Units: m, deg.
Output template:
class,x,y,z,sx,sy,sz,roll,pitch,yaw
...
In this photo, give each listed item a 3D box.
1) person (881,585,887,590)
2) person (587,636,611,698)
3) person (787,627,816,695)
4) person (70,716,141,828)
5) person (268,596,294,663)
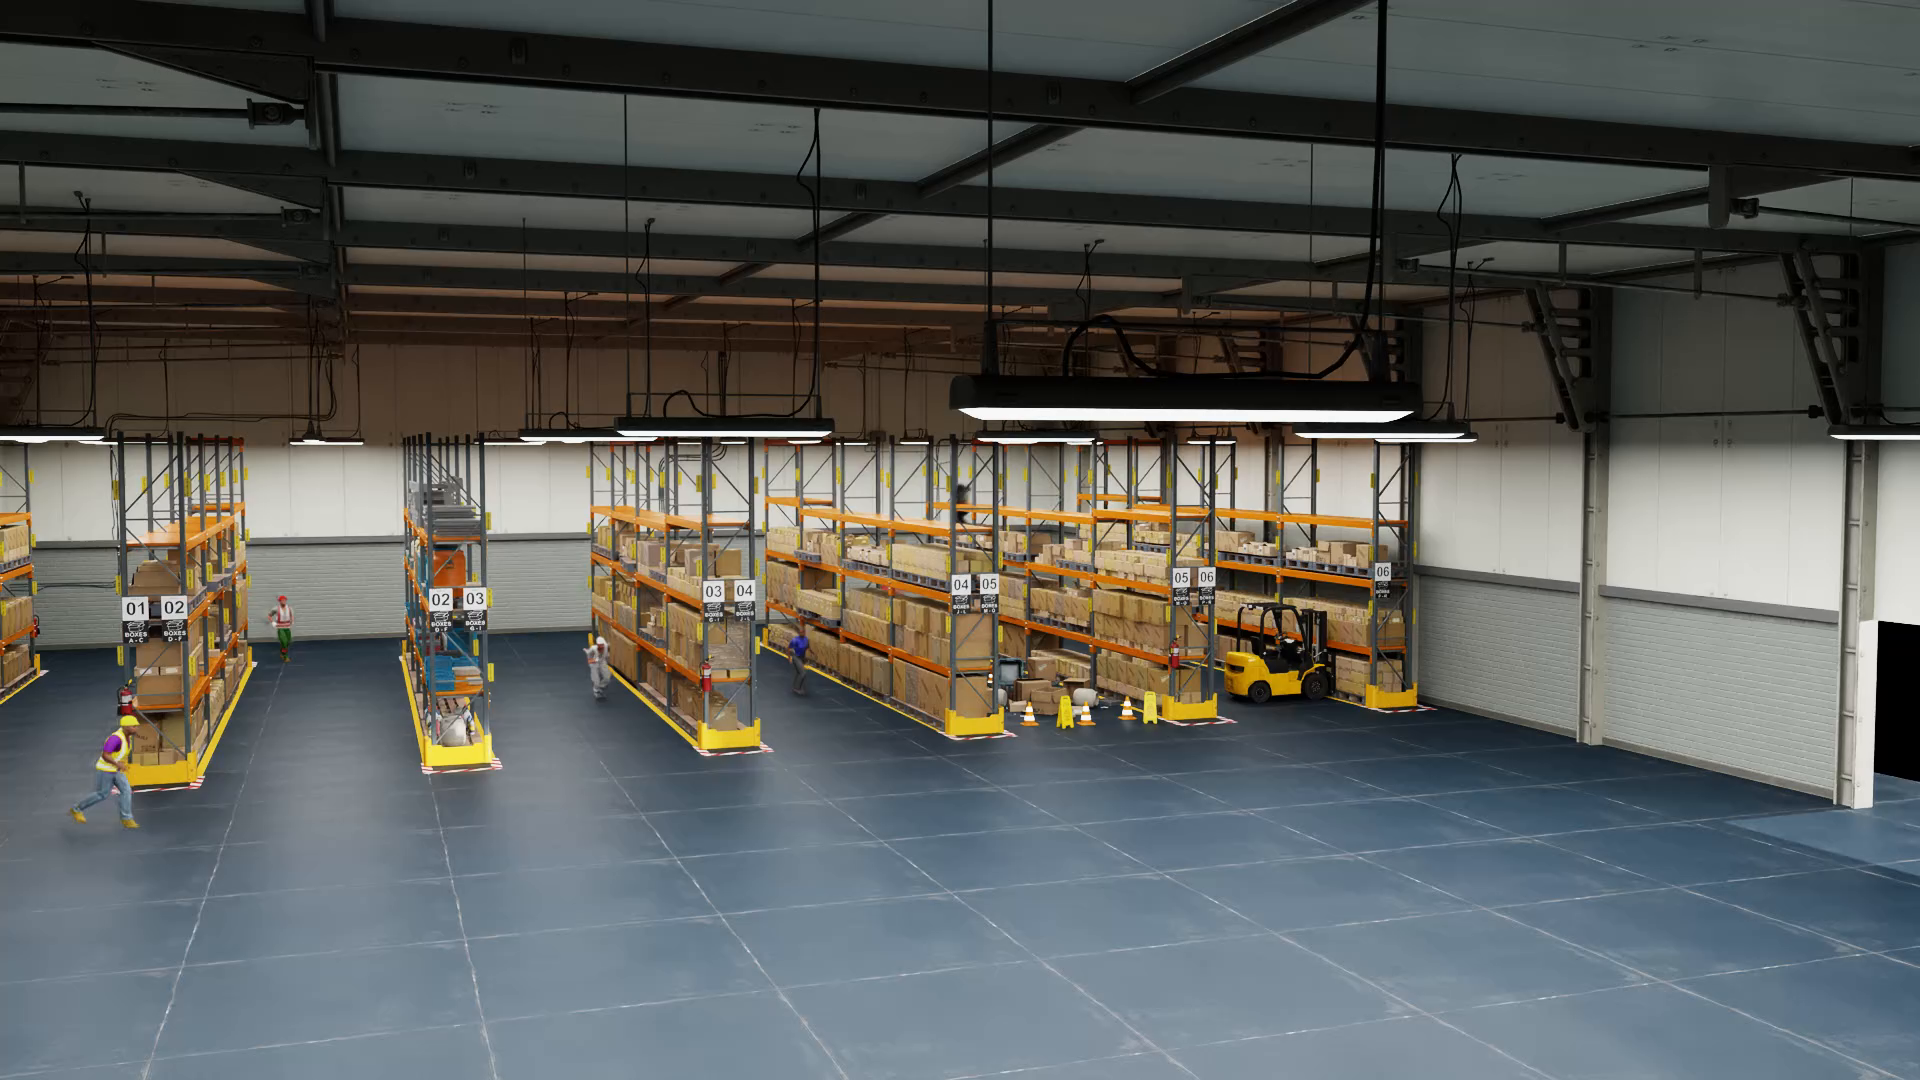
class,x,y,z,sx,sy,sz,roll,pitch,yaw
person,-2.427,2.032,51.255,0.873,1.796,0.654,-2,4,-32
person,-8.137,2.882,37.574,0.664,1.483,0.976,-2,4,-30
person,-3.685,2.822,38.777,0.781,1.610,0.605,2,4,28
person,-12.866,3.506,25.040,1.043,1.716,0.731,0,3,-8
person,-18.156,2.369,44.524,0.676,1.770,0.823,-3,4,-43
